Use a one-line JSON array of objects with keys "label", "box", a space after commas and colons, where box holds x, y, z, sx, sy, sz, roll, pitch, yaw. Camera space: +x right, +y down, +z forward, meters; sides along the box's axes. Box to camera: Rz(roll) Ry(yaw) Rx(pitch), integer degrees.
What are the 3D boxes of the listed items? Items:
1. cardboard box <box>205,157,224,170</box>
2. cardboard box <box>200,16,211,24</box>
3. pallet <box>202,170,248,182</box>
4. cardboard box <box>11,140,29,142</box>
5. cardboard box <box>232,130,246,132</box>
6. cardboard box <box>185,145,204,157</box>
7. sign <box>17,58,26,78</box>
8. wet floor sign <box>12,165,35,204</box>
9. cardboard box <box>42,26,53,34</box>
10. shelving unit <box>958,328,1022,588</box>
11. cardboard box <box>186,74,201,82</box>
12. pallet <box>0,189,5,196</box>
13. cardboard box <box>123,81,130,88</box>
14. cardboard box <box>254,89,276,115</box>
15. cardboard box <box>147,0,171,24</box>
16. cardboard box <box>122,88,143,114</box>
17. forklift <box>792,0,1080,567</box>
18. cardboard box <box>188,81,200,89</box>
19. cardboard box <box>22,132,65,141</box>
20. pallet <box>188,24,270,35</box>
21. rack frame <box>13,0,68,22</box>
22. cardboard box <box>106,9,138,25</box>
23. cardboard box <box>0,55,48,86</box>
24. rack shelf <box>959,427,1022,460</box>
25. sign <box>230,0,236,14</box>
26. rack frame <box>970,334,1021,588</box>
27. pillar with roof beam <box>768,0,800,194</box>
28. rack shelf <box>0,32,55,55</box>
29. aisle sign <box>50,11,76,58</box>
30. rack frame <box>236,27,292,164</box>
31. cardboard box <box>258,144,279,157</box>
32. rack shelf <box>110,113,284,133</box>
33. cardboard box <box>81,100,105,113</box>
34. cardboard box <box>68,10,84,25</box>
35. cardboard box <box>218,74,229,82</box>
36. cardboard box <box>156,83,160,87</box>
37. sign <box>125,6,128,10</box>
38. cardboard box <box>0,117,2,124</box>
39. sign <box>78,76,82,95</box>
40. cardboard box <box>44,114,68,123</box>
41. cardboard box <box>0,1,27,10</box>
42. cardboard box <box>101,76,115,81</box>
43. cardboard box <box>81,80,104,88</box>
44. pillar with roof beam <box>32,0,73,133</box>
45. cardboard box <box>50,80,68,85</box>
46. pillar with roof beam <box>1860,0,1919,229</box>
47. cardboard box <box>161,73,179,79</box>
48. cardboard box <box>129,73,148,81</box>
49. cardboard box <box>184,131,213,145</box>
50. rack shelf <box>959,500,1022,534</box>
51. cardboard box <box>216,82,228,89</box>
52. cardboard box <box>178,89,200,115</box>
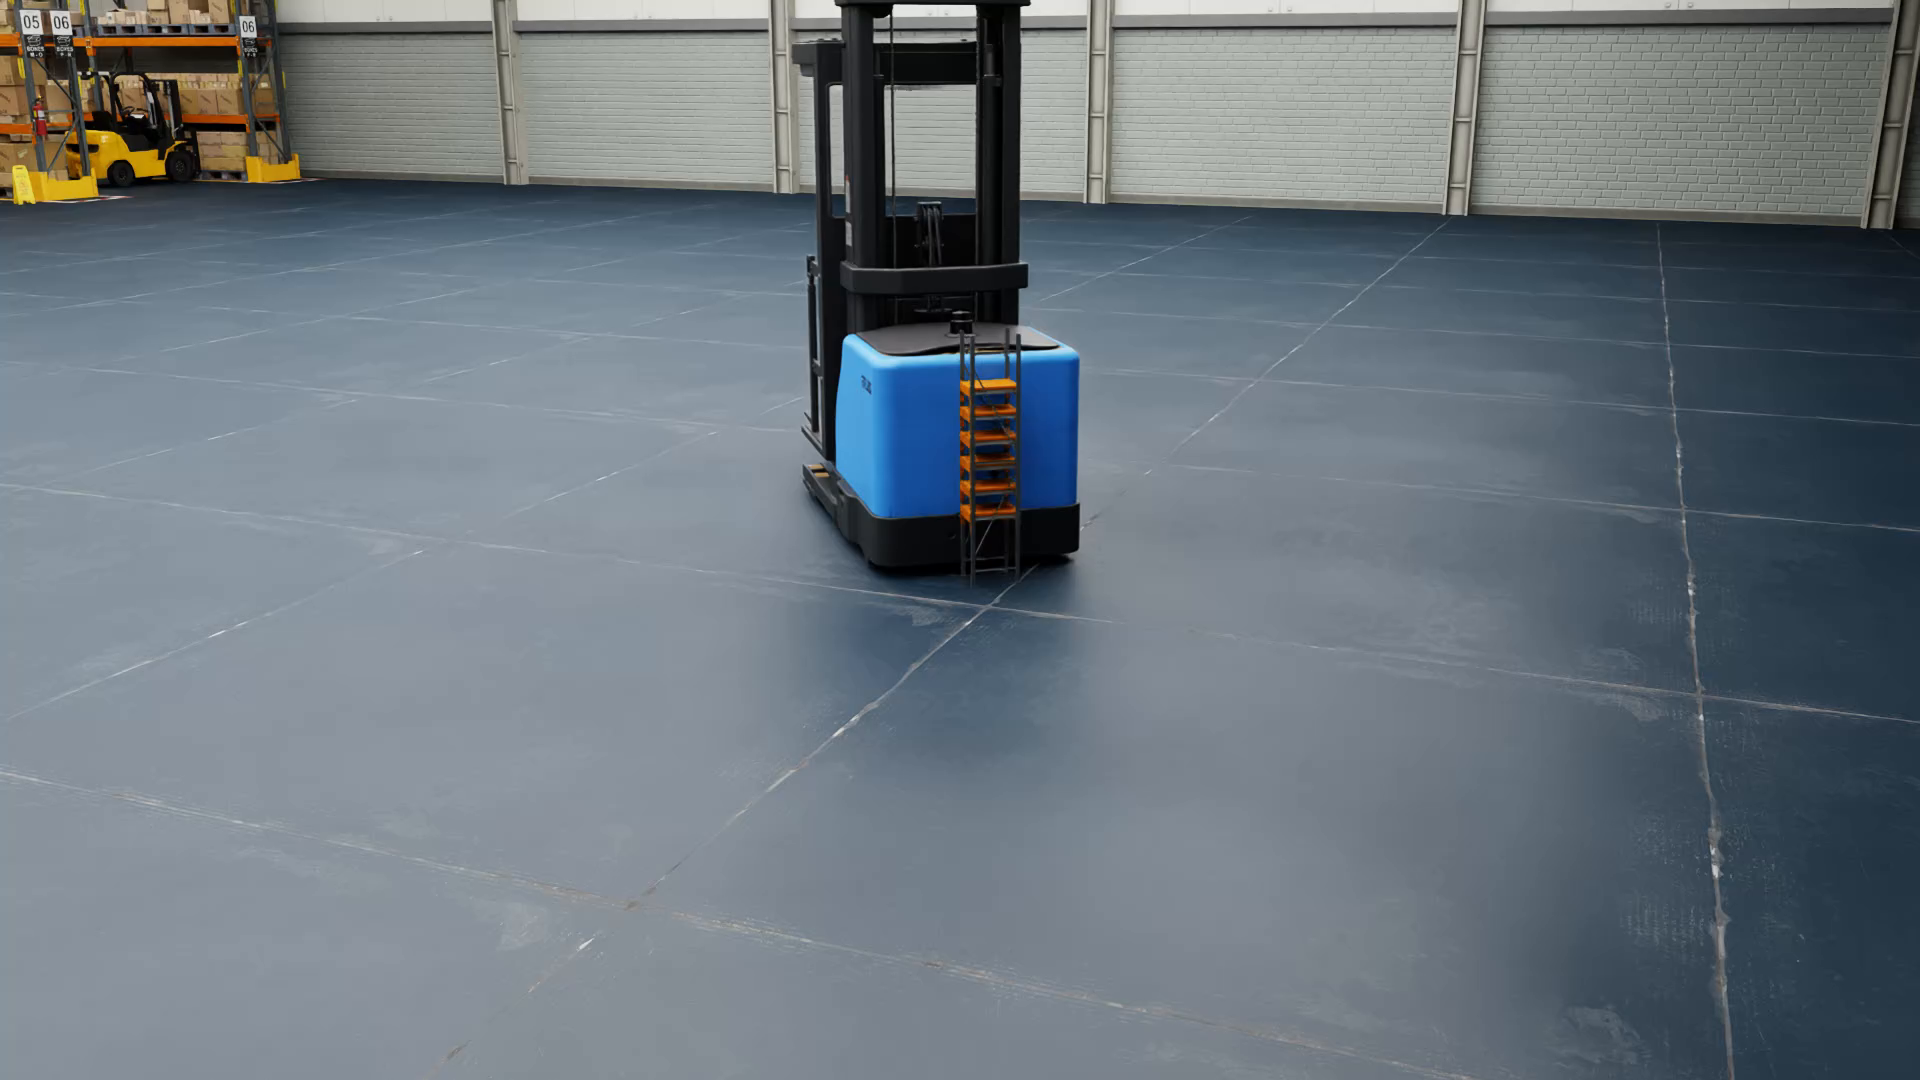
[{"label": "cardboard box", "box": [-15.072, -7.715, 34.047, 0.500, 0.250, 0.500, 6, 17, 21]}, {"label": "cardboard box", "box": [-14.942, -10.390, 33.220, 0.250, 0.149, 0.380, 6, 17, 19]}, {"label": "pallet", "box": [-14.787, -7.542, 34.276, 1.213, 0.211, 1.003, 6, 17, 21]}, {"label": "cardboard box", "box": [-17.037, -6.977, 30.159, 0.500, 0.500, 0.500, 6, 17, 19]}, {"label": "cardboard box", "box": [-14.904, -8.324, 34.351, 0.500, 0.250, 0.500, 6, 17, 21]}, {"label": "cardboard box", "box": [-15.578, -8.006, 34.152, 0.500, 0.250, 0.500, 6, 17, 19]}, {"label": "sign", "box": [-16.100, -8.092, 28.525, 0.005, 0.325, 0.100, 6, 17, 21]}, {"label": "wet floor sign", "box": [-16.094, -6.099, 28.524, 0.232, 0.644, 0.267, 14, 21, 40]}, {"label": "cardboard box", "box": [-16.067, -8.964, 29.243, 0.250, 0.149, 0.380, 6, 17, 21]}, {"label": "shelving unit", "box": [0.142, -0.383, 7.838, 0.258, 1.200, 0.189, -5, 17, -14]}, {"label": "cardboard box", "box": [-15.452, -9.378, 33.721, 0.250, 0.149, 0.380, 7, 18, 22]}, {"label": "pallet", "box": [-17.822, -6.413, 30.384, 1.213, 0.211, 1.003, 6, 17, 21]}, {"label": "cardboard box", "box": [-17.087, -9.437, 34.456, 0.250, 0.149, 0.380, 6, 17, 21]}, {"label": "cardboard box", "box": [-14.419, -8.985, 34.063, 0.500, 0.500, 0.500, 7, 18, 22]}, {"label": "cardboard box", "box": [-16.008, -10.737, 33.778, 0.637, 0.503, 0.797, 7, 18, 22]}, {"label": "cardboard box", "box": [-16.973, -9.109, 34.492, 0.500, 0.500, 0.500, 7, 17, 22]}, {"label": "forklift", "box": [-0.282, -1.648, 9.092, 1.130, 2.935, 3.031, -4, 17, -14]}, {"label": "cardboard box", "box": [-15.445, -9.241, 33.781, 0.250, 0.149, 0.380, 6, 17, 19]}, {"label": "cardboard box", "box": [-19.690, -8.493, 36.054, 0.625, 0.625, 0.875, 6, 17, 18]}, {"label": "pallet", "box": [-14.708, -10.291, 33.521, 1.213, 0.211, 1.003, 6, 17, 21]}, {"label": "rack frame", "box": [-15.878, -10.408, 28.383, 0.127, 3.000, 1.000, 6, 17, 21]}, {"label": "cardboard box", "box": [-17.097, -10.722, 34.075, 0.500, 0.311, 0.500, 7, 17, 22]}, {"label": "cardboard box", "box": [-16.433, -8.193, 29.009, 0.500, 0.500, 0.700, 6, 17, 19]}, {"label": "rack shelf", "box": [0.142, -0.456, 7.817, 0.258, 0.103, 0.180, -5, 17, -14]}, {"label": "sign", "box": [-14.272, -10.503, 32.644, 0.005, 0.325, 0.100, 6, 17, 21]}, {"label": "rack frame", "box": [0.166, -0.359, 7.753, 0.240, 1.200, 0.006, -5, 17, -14]}, {"label": "pillar with roof beam", "box": [-4.794, -9.656, 25.795, 0.400, 9.000, 9.100, 6, 17, 21]}, {"label": "rack shelf", "box": [-17.738, -8.826, 29.606, 4.000, 0.370, 1.077, 6, 17, 21]}, {"label": "aisle sign", "box": [-15.706, -8.849, 29.112, 0.004, 0.787, 0.394, 6, 17, 21]}, {"label": "rack frame", "box": [-14.060, -8.814, 33.655, 0.127, 3.000, 1.000, 6, 17, 21]}, {"label": "cardboard box", "box": [-14.421, -8.037, 34.261, 0.500, 0.250, 0.500, 7, 17, 22]}, {"label": "rack shelf", "box": [-15.921, -8.673, 34.460, 4.000, 0.370, 1.077, 6, 17, 21]}, {"label": "cardboard box", "box": [-18.346, -9.135, 35.029, 0.500, 0.250, 0.500, 7, 17, 22]}, {"label": "cardboard box", "box": [-18.544, -10.882, 34.623, 0.500, 0.311, 0.500, 6, 17, 19]}, {"label": "cardboard box", "box": [-14.711, -9.316, 33.506, 0.250, 0.149, 0.380, 6, 17, 21]}, {"label": "cardboard box", "box": [-16.401, -9.344, 34.136, 0.250, 0.149, 0.380, 6, 17, 19]}, {"label": "sign", "box": [-17.579, -11.094, 35.059, 0.005, 0.325, 0.100, 6, 17, 21]}, {"label": "cardboard box", "box": [-16.811, -7.418, 29.294, 0.250, 0.149, 0.380, 6, 17, 20]}, {"label": "sign", "box": [-15.679, -8.083, 29.583, 0.005, 0.325, 0.100, 6, 17, 21]}, {"label": "cardboard box", "box": [-16.118, -7.494, 29.559, 0.250, 0.149, 0.380, 6, 17, 21]}, {"label": "cardboard box", "box": [-16.301, -9.187, 28.580, 0.250, 0.149, 0.380, 6, 17, 21]}, {"label": "cardboard box", "box": [-17.593, -9.616, 34.541, 0.250, 0.149, 0.380, 7, 17, 22]}, {"label": "cardboard box", "box": [-18.180, -9.560, 34.882, 0.250, 0.149, 0.380, 7, 18, 23]}, {"label": "pillar with roof beam", "box": [-21.538, -11.497, 32.137, 0.400, 9.000, 9.100, 6, 17, 21]}, {"label": "cardboard box", "box": [-18.929, -9.613, 35.064, 0.250, 0.149, 0.380, 6, 17, 19]}, {"label": "pillar with roof beam", "box": [11.951, -7.815, 19.452, 0.400, 9.000, 9.100, 6, 17, 21]}, {"label": "cardboard box", "box": [-16.128, -9.484, 34.086, 0.250, 0.149, 0.380, 6, 17, 21]}, {"label": "cardboard box", "box": [-16.875, -9.536, 34.265, 0.250, 0.149, 0.380, 7, 17, 22]}, {"label": "cardboard box", "box": [-15.553, -8.242, 34.067, 0.500, 0.250, 0.500, 7, 17, 21]}, {"label": "rack shelf", "box": [0.144, -0.110, 7.917, 0.258, 0.103, 0.180, -5, 17, -14]}, {"label": "cardboard box", "box": [-14.734, -9.155, 33.486, 0.250, 0.149, 0.380, 7, 17, 22]}, {"label": "cardboard box", "box": [-15.570, -8.952, 33.951, 0.500, 0.500, 0.500, 6, 17, 20]}]
